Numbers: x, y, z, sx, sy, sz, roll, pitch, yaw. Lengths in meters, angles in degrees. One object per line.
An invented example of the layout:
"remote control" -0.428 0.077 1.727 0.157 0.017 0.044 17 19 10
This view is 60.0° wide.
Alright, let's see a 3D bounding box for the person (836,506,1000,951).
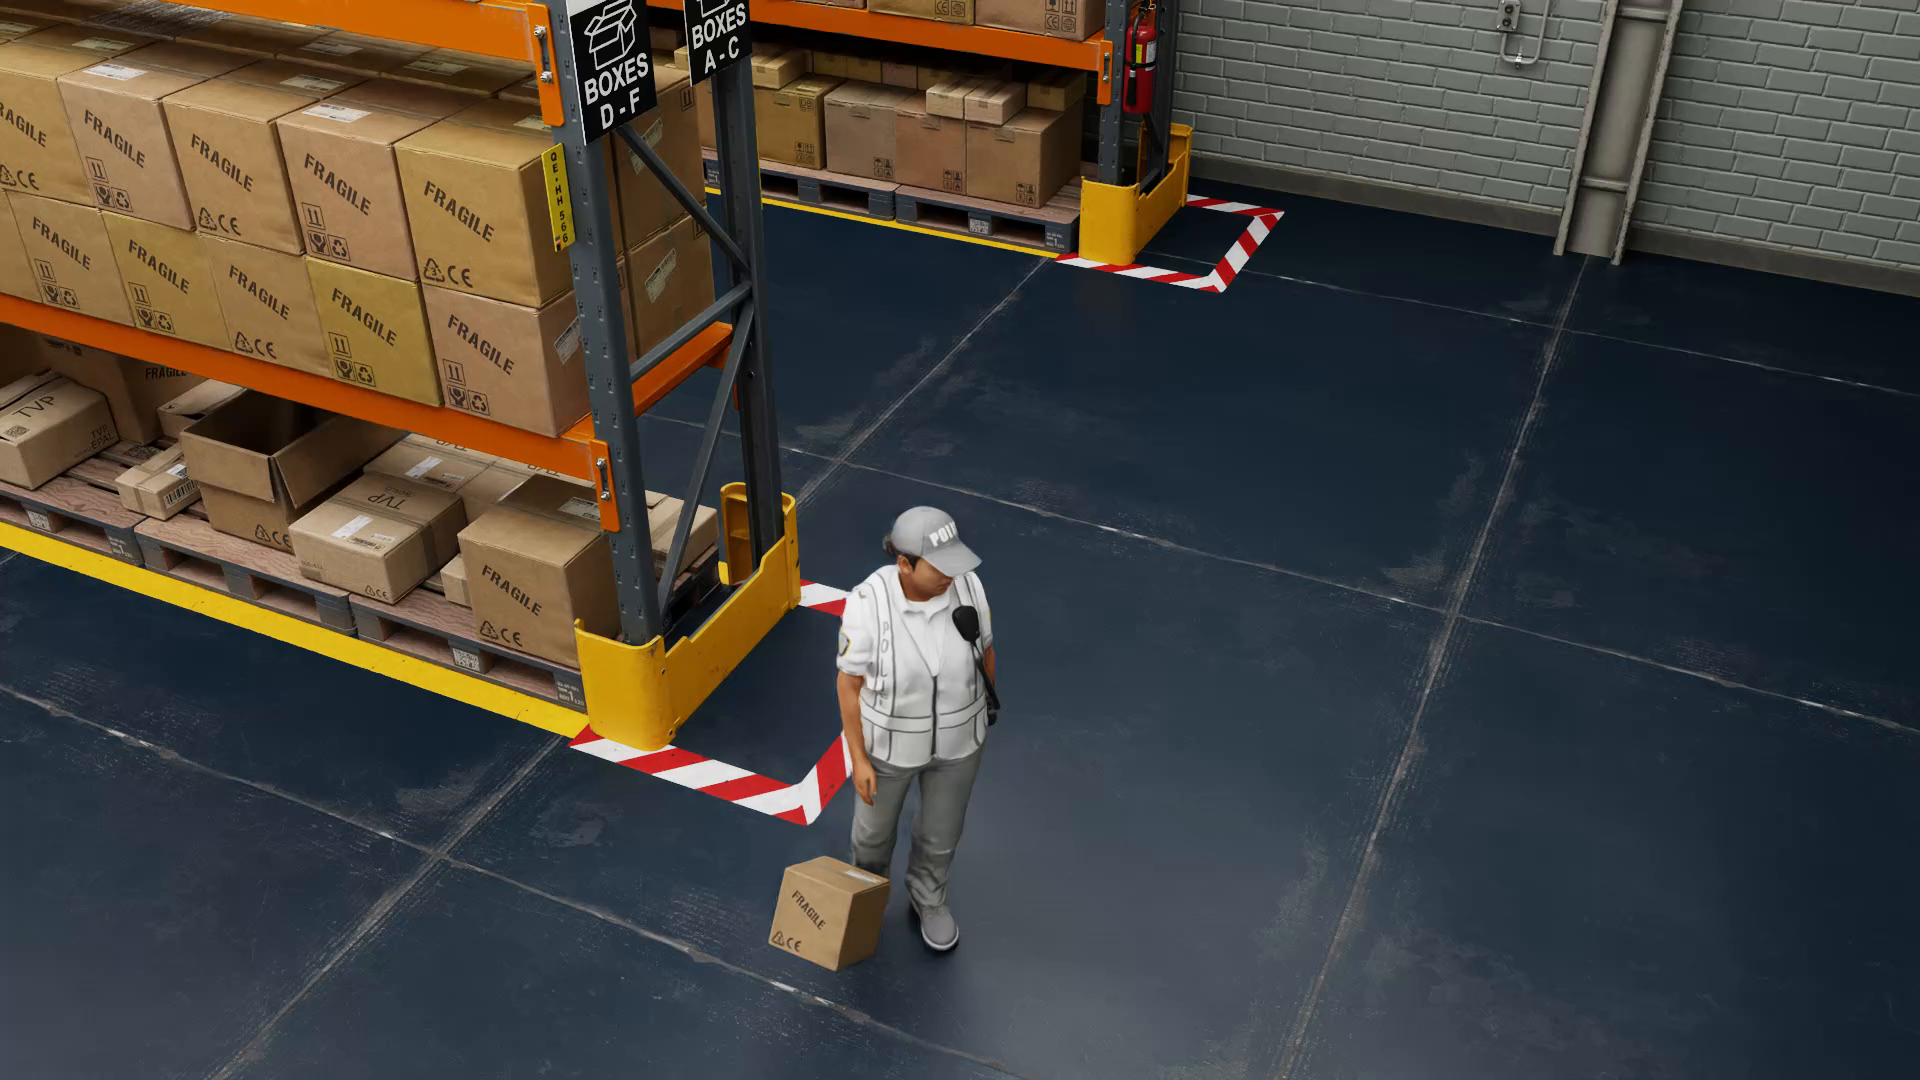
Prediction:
"person" -0.189 0.621 5.194 0.626 1.670 0.383 -8 35 -12
